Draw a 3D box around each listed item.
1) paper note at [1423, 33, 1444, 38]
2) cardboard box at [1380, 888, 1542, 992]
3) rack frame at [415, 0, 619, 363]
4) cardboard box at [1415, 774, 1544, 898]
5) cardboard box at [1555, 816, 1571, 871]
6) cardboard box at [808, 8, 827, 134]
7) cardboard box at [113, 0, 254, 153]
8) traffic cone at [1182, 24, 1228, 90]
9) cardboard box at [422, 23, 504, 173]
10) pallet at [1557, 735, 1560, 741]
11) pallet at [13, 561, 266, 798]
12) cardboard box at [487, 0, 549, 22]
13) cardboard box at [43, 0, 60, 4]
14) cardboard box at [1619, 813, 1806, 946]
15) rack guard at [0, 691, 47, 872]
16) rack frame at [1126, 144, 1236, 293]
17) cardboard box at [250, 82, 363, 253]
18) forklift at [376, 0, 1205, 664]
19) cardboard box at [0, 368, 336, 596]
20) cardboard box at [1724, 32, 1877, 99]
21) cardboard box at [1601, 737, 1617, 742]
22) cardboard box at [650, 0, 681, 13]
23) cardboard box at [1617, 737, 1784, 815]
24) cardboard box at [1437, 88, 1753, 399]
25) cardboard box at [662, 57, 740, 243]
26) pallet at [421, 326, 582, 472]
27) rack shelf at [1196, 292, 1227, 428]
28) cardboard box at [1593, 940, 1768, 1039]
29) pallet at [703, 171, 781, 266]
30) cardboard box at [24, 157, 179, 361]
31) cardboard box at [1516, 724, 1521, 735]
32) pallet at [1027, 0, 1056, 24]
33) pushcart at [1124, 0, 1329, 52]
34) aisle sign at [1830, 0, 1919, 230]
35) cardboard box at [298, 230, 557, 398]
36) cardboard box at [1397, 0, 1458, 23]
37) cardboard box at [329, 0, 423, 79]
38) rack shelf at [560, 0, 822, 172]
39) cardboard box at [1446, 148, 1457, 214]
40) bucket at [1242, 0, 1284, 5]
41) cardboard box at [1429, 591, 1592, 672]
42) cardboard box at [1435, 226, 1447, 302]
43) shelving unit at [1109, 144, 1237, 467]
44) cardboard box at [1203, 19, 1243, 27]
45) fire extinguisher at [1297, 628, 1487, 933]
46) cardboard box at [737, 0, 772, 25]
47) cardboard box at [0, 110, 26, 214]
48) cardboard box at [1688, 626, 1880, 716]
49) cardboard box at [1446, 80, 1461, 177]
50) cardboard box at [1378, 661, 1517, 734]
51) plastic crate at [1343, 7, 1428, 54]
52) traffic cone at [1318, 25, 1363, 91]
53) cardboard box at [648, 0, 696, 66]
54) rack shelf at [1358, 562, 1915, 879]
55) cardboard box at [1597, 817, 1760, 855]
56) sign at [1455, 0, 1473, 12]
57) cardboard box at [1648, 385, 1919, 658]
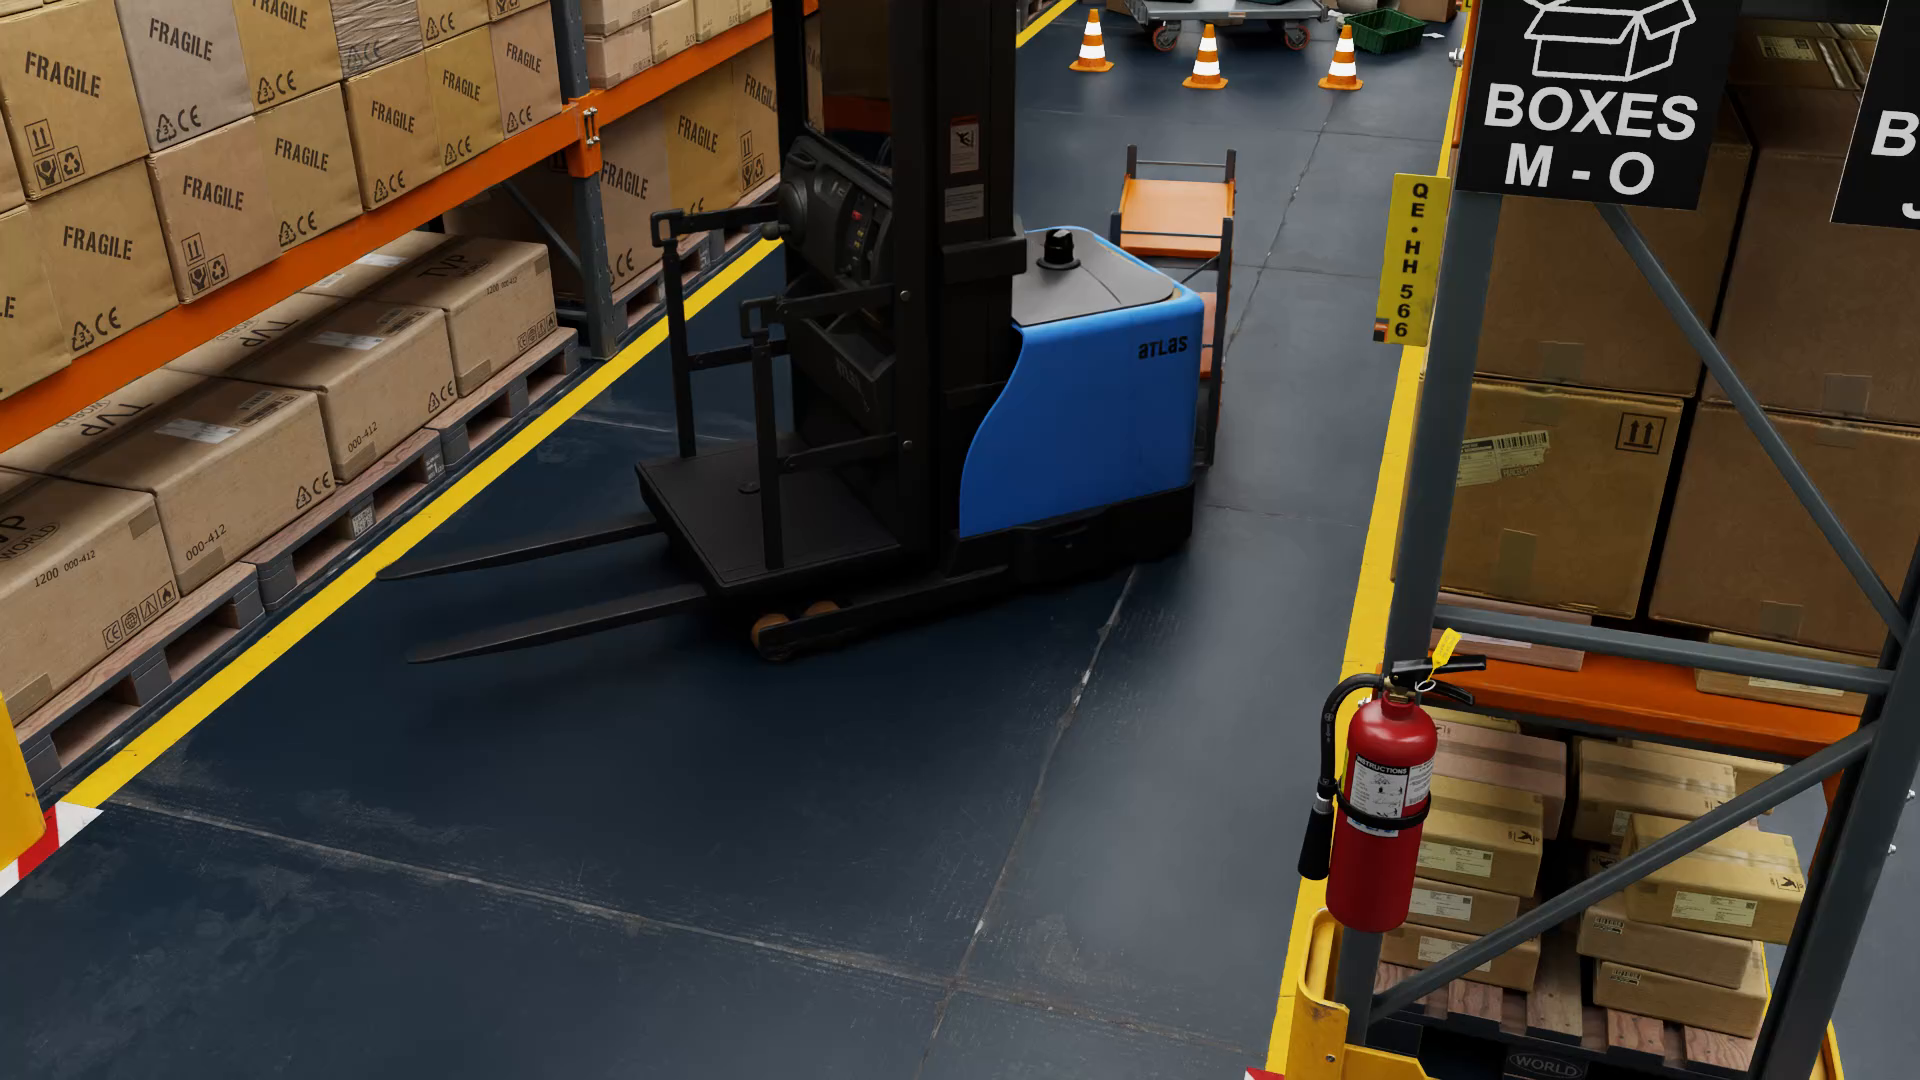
[{"bbox_3d":[4.212,-4.502,14.811,0.147,0.020,0.142,-12,31,-20],"label":"paper note"},{"bbox_3d":[1.313,1.007,4.355,0.380,0.149,0.250,9,30,16],"label":"cardboard box"},{"bbox_3d":[-2.230,-2.299,7.797,1.000,3.000,0.127,8,30,15],"label":"rack frame"},{"bbox_3d":[1.271,0.739,4.224,0.380,0.149,0.250,9,30,15],"label":"cardboard box"},{"bbox_3d":[1.882,0.834,4.666,0.380,0.149,0.250,9,30,15],"label":"cardboard box"},{"bbox_3d":[-1.338,-3.104,10.998,0.875,0.875,0.875,8,30,14],"label":"cardboard box"},{"bbox_3d":[-2.702,-1.585,5.382,0.500,0.500,0.500,8,30,14],"label":"cardboard box"},{"bbox_3d":[1.964,-3.855,13.203,0.336,0.463,0.334,8,30,15],"label":"traffic cone"},{"bbox_3d":[-2.267,-1.851,6.889,0.500,0.500,0.500,8,30,14],"label":"cardboard box"},{"bbox_3d":[2.012,0.465,5.697,1.003,0.211,1.213,8,30,15],"label":"pallet"},{"bbox_3d":[-3.244,0.396,5.822,1.003,0.211,1.213,8,30,15],"label":"pallet"},{"bbox_3d":[-2.104,-2.521,7.065,0.500,0.500,0.500,8,30,14],"label":"cardboard box"},{"bbox_3d":[-2.780,-1.691,4.906,0.380,0.149,0.250,8,30,13],"label":"cardboard box"},{"bbox_3d":[1.836,0.826,4.067,0.380,0.149,0.250,7,30,13],"label":"cardboard box"},{"bbox_3d":[-3.411,0.663,5.043,1.175,0.500,0.348,8,30,15],"label":"rack guard"},{"bbox_3d":[1.028,-1.327,7.978,0.500,1.125,0.032,4,29,8],"label":"rack frame"},{"bbox_3d":[-2.569,-1.374,6.032,0.500,0.500,0.500,10,30,17],"label":"cardboard box"},{"bbox_3d":[-0.627,-1.142,5.788,3.031,2.935,1.130,-13,32,-22],"label":"forklift"},{"bbox_3d":[-3.045,-0.252,6.320,0.875,0.438,0.875,9,30,16],"label":"cardboard box"},{"bbox_3d":[1.885,-0.798,3.661,0.500,0.500,0.500,9,30,16],"label":"cardboard box"},{"bbox_3d":[2.058,0.595,4.789,0.380,0.149,0.250,9,30,16],"label":"cardboard box"},{"bbox_3d":[-1.705,-2.863,8.450,0.500,0.250,0.500,9,30,16],"label":"cardboard box"},{"bbox_3d":[1.999,0.582,4.506,0.380,0.149,0.250,8,30,15],"label":"cardboard box"},{"bbox_3d":[1.254,-0.640,3.377,0.500,0.500,0.500,8,30,14],"label":"cardboard box"},{"bbox_3d":[-1.867,-2.275,9.507,0.875,0.875,0.875,9,30,16],"label":"cardboard box"},{"bbox_3d":[-2.528,-0.738,7.860,1.003,0.211,1.213,8,30,15],"label":"pallet"},{"bbox_3d":[0.949,-0.869,7.658,0.538,0.278,1.000,4,29,8],"label":"rack shelf"},{"bbox_3d":[1.817,1.084,4.217,0.380,0.149,0.250,9,30,16],"label":"cardboard box"},{"bbox_3d":[-1.719,-2.019,10.162,1.003,0.211,1.213,8,30,15],"label":"pallet"},{"bbox_3d":[-2.867,-0.905,5.189,0.500,0.500,0.500,8,30,14],"label":"cardboard box"},{"bbox_3d":[1.391,0.624,4.738,0.380,0.149,0.250,7,30,13],"label":"cardboard box"},{"bbox_3d":[0.282,-5.115,15.728,1.003,0.211,1.213,8,30,15],"label":"pallet"},{"bbox_3d":[2.313,-4.569,14.575,1.648,0.377,0.936,-1,29,-3],"label":"pushcart"},{"bbox_3d":[1.623,-0.840,2.501,0.394,0.787,0.004,8,30,15],"label":"aisle sign"},{"bbox_3d":[-2.517,-1.086,7.821,0.875,0.438,0.875,8,30,14],"label":"cardboard box"},{"bbox_3d":[4.355,-5.134,15.462,0.500,0.500,0.500,14,32,23],"label":"cardboard box"},{"bbox_3d":[-2.402,-2.049,6.216,0.500,0.500,0.500,9,30,16],"label":"cardboard box"},{"bbox_3d":[-1.643,-2.914,9.643,1.077,0.370,4.000,8,30,15],"label":"rack shelf"},{"bbox_3d":[1.547,-1.118,4.237,0.500,0.500,0.500,10,31,17],"label":"cardboard box"},{"bbox_3d":[2.716,-4.983,14.426,0.726,0.611,0.620,20,45,32],"label":"bucket"},{"bbox_3d":[1.183,0.137,3.676,0.380,0.149,0.250,9,30,15],"label":"cardboard box"},{"bbox_3d":[1.400,-0.439,4.044,0.500,0.500,0.500,8,30,14],"label":"cardboard box"},{"bbox_3d":[0.949,-1.083,7.539,0.538,1.125,1.048,4,29,8],"label":"shelving unit"},{"bbox_3d":[2.409,-4.894,15.275,0.258,0.266,0.396,-12,31,-20],"label":"cardboard box"},{"bbox_3d":[0.843,0.467,3.288,0.296,0.674,0.183,8,30,15],"label":"fire extinguisher"},{"bbox_3d":[-1.377,-3.108,9.406,0.500,0.250,0.500,8,30,14],"label":"cardboard box"},{"bbox_3d":[-2.991,-1.103,4.516,0.500,0.500,0.500,8,30,14],"label":"cardboard box"},{"bbox_3d":[1.766,0.225,3.518,0.380,0.149,0.250,8,30,14],"label":"cardboard box"},{"bbox_3d":[1.825,-1.159,5.340,0.500,0.500,0.500,8,30,14],"label":"cardboard box"},{"bbox_3d":[1.354,0.492,4.668,0.380,0.149,0.250,8,30,14],"label":"cardboard box"},{"bbox_3d":[3.679,-4.422,14.446,0.662,0.188,0.450,-24,47,-37],"label":"plastic crate"},{"bbox_3d":[3.043,-3.841,13.179,0.336,0.463,0.334,8,30,15],"label":"traffic cone"},{"bbox_3d":[-1.698,-2.641,8.566,0.500,0.250,0.500,8,30,14],"label":"cardboard box"},{"bbox_3d":[1.945,-0.396,5.116,1.077,0.370,4.000,8,30,15],"label":"rack shelf"},{"bbox_3d":[1.891,0.825,4.375,0.380,0.149,0.250,8,30,15],"label":"cardboard box"},{"bbox_3d":[2.000,-2.223,6.470,0.100,0.325,0.005,8,30,15],"label":"sign"},{"bbox_3d":[1.754,-0.124,3.478,0.500,0.500,0.500,10,31,17],"label":"cardboard box"}]
